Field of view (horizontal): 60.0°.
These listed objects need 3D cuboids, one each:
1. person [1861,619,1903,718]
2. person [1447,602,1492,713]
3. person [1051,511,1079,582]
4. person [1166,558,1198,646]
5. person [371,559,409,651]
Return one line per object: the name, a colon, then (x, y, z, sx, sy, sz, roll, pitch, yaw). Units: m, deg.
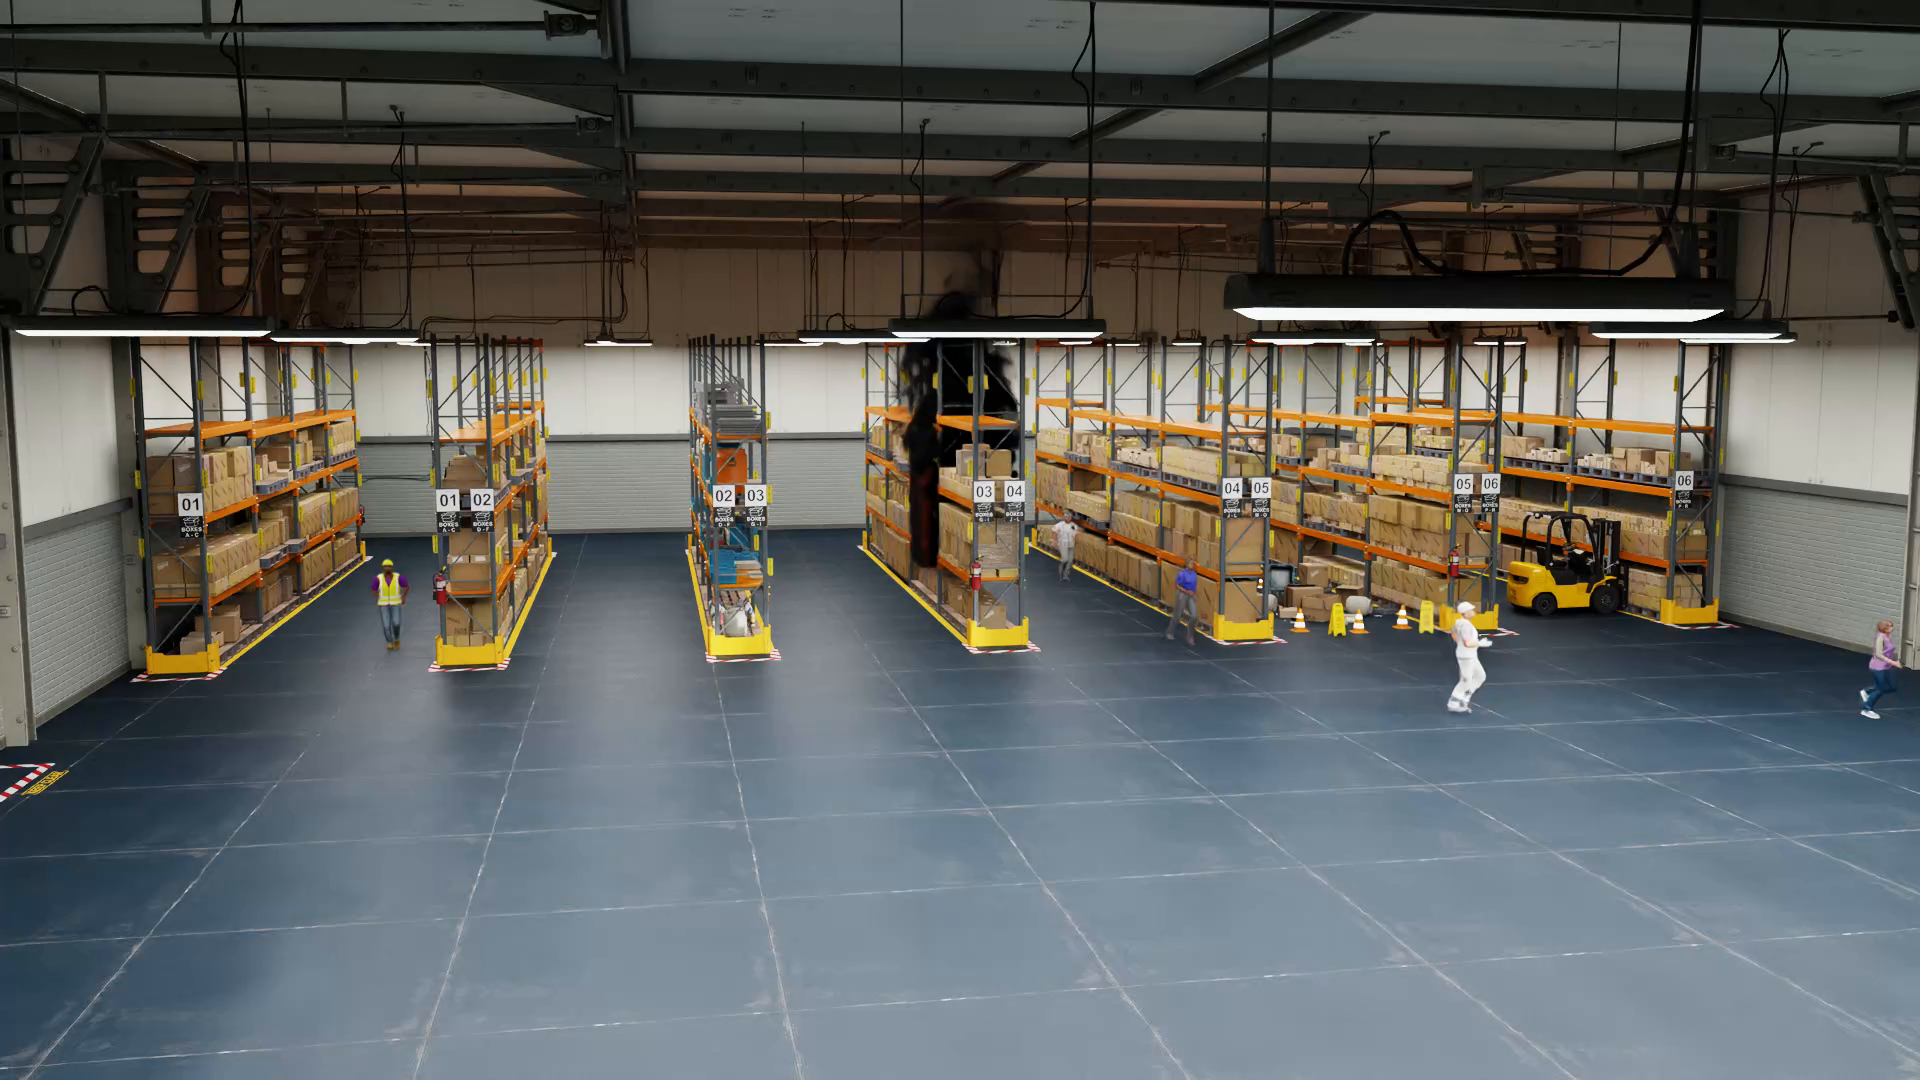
person: (14.358, 2.002, 25.873, 0.599, 1.558, 0.566, 6, 9, 45)
person: (8.007, 1.858, 26.093, 0.645, 1.786, 0.634, 2, 7, 17)
person: (2.636, 0.161, 40.891, 0.646, 1.774, 0.670, -2, 7, -15)
person: (4.427, 1.200, 32.474, 0.629, 1.719, 0.684, -4, 7, -29)
person: (-10.812, 1.246, 31.541, 0.680, 1.750, 0.626, -2, 7, -16)
